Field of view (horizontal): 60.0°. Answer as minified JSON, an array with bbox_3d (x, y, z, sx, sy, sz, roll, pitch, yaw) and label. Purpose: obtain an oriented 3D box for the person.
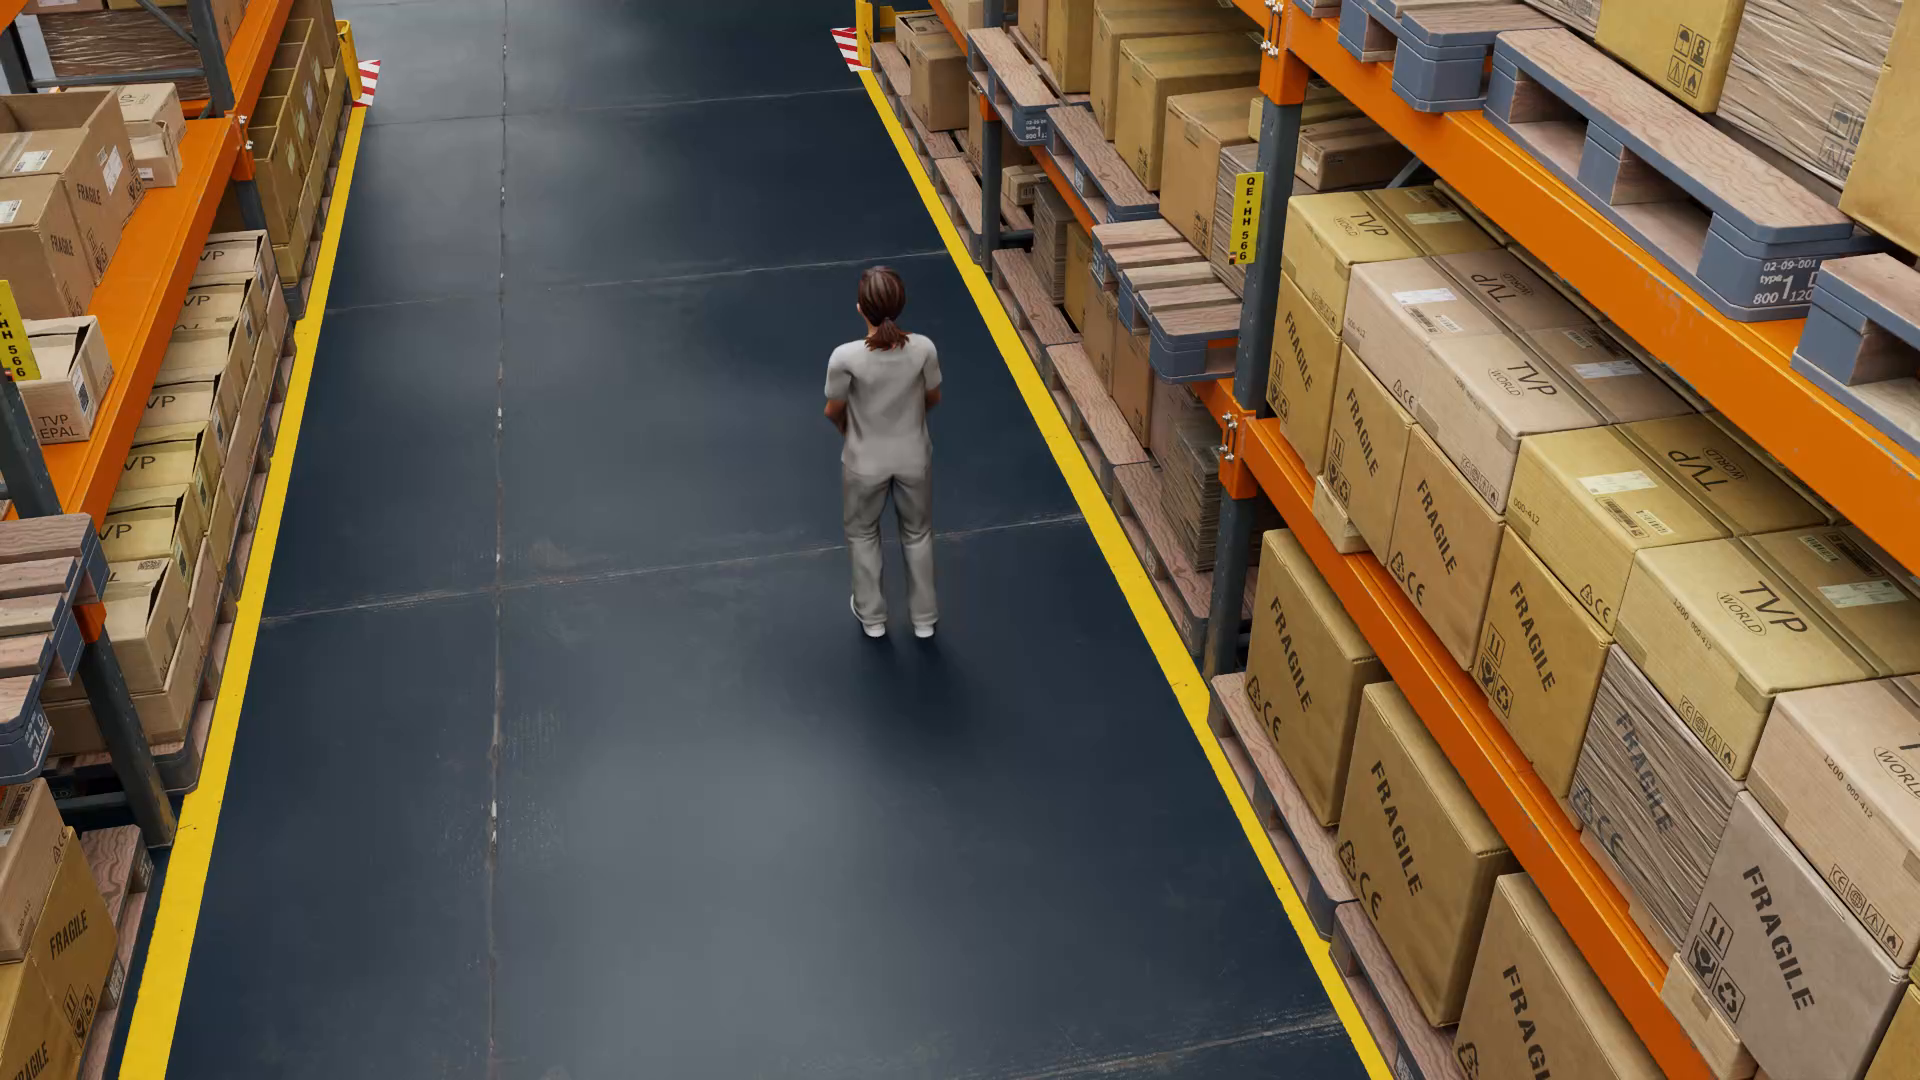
[{"bbox_3d":[-0.308,-0.343,6.643,0.463,1.675,0.490,-8,35,-11],"label":"person"}]
